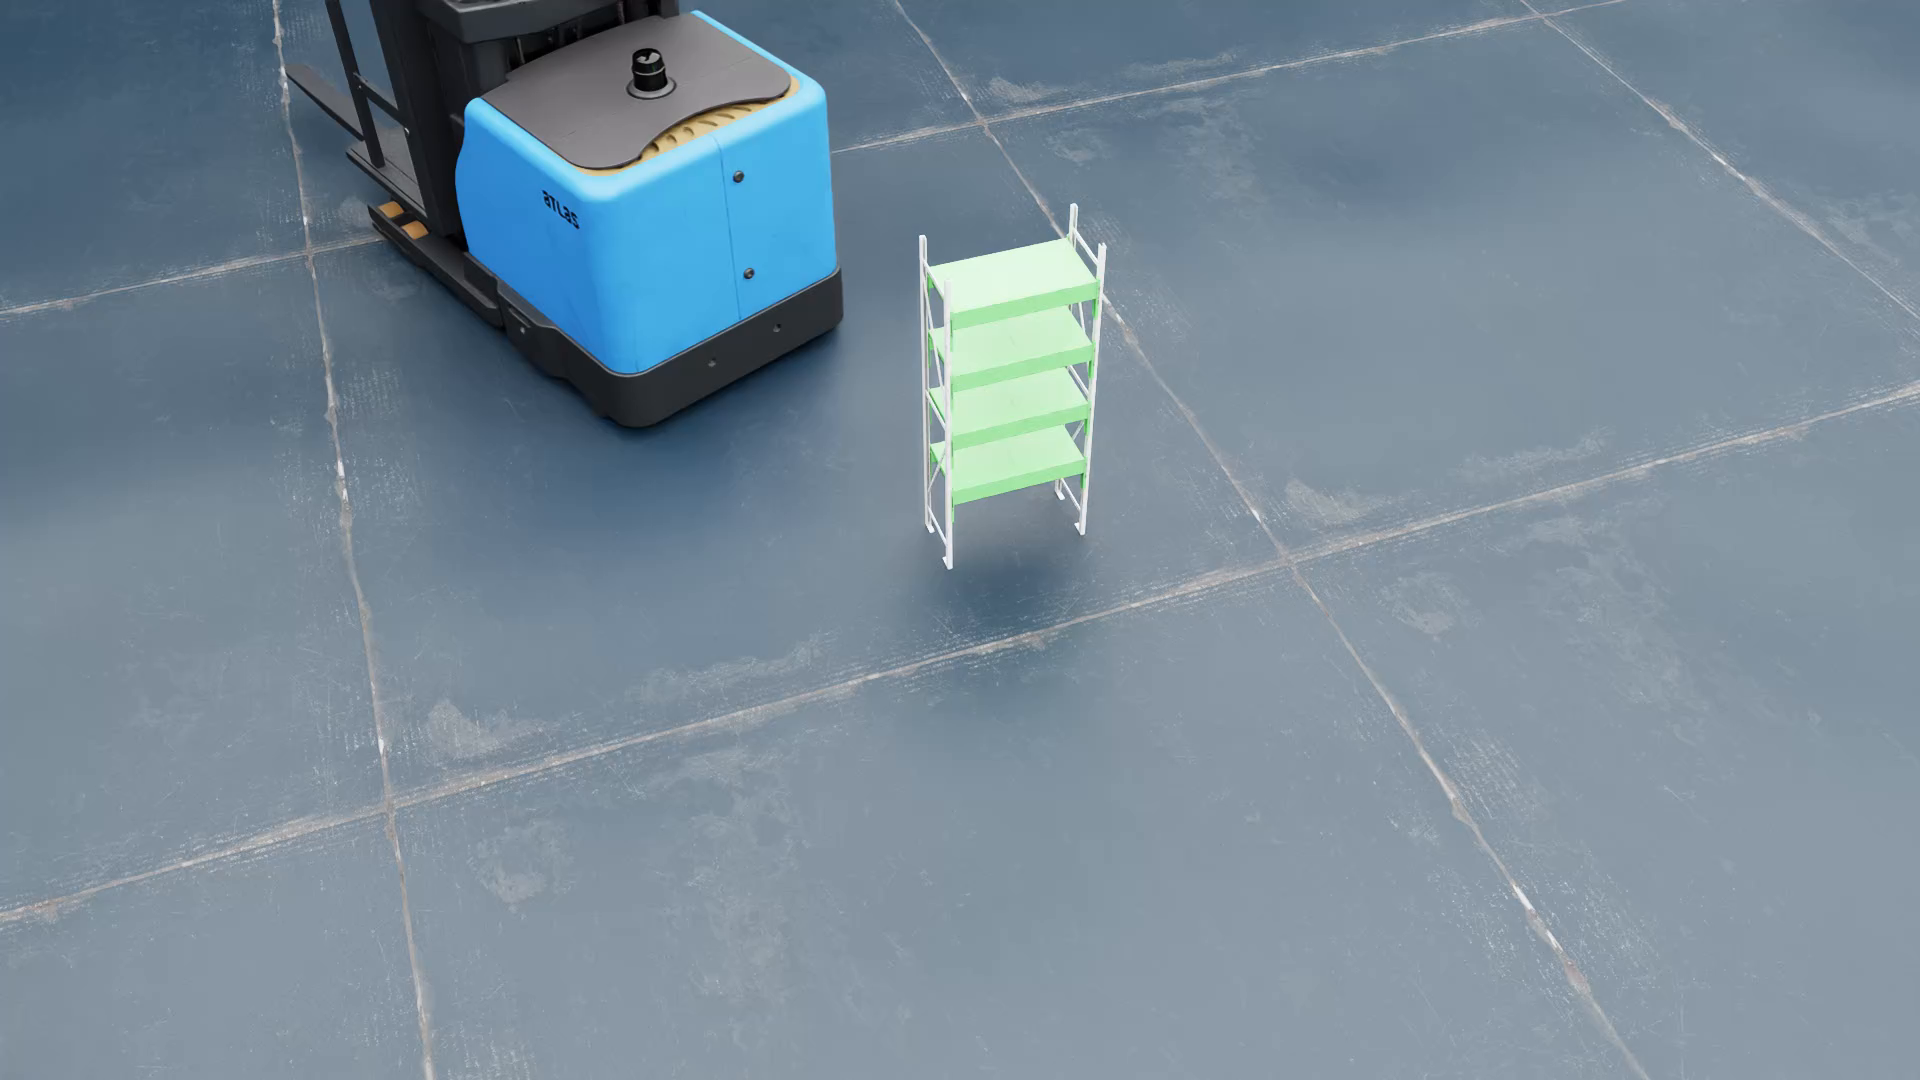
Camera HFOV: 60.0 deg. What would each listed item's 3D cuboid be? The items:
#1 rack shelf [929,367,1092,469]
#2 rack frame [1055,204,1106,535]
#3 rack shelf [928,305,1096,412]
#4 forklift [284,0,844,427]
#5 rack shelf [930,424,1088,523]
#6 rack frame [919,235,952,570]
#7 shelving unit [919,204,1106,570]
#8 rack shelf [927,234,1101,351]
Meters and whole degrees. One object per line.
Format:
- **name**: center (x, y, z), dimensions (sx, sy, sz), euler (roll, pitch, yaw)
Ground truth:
- **rack shelf**: center (0.156, -0.418, 5.410), dimensions (0.480, 0.148, 0.258), euler (-14, 47, -14)
- **rack frame**: center (0.385, -0.522, 5.423), dimensions (0.015, 1.200, 0.240), euler (-14, 47, -14)
- **rack shelf**: center (0.156, -0.588, 5.240), dimensions (0.480, 0.148, 0.258), euler (-14, 47, -14)
- **forklift**: center (-1.820, -2.405, 6.077), dimensions (1.130, 2.935, 3.031), euler (-33, 54, -28)
- **rack shelf**: center (0.156, -0.249, 5.580), dimensions (0.480, 0.148, 0.258), euler (-14, 47, -14)
- **rack frame**: center (-0.074, -0.405, 5.306), dimensions (0.015, 1.200, 0.240), euler (-14, 47, -14)
- **shelving unit**: center (0.156, -0.463, 5.365), dimensions (0.503, 1.200, 0.258), euler (-14, 47, -14)
- **rack shelf**: center (0.156, -0.757, 5.070), dimensions (0.480, 0.148, 0.258), euler (-14, 47, -14)
